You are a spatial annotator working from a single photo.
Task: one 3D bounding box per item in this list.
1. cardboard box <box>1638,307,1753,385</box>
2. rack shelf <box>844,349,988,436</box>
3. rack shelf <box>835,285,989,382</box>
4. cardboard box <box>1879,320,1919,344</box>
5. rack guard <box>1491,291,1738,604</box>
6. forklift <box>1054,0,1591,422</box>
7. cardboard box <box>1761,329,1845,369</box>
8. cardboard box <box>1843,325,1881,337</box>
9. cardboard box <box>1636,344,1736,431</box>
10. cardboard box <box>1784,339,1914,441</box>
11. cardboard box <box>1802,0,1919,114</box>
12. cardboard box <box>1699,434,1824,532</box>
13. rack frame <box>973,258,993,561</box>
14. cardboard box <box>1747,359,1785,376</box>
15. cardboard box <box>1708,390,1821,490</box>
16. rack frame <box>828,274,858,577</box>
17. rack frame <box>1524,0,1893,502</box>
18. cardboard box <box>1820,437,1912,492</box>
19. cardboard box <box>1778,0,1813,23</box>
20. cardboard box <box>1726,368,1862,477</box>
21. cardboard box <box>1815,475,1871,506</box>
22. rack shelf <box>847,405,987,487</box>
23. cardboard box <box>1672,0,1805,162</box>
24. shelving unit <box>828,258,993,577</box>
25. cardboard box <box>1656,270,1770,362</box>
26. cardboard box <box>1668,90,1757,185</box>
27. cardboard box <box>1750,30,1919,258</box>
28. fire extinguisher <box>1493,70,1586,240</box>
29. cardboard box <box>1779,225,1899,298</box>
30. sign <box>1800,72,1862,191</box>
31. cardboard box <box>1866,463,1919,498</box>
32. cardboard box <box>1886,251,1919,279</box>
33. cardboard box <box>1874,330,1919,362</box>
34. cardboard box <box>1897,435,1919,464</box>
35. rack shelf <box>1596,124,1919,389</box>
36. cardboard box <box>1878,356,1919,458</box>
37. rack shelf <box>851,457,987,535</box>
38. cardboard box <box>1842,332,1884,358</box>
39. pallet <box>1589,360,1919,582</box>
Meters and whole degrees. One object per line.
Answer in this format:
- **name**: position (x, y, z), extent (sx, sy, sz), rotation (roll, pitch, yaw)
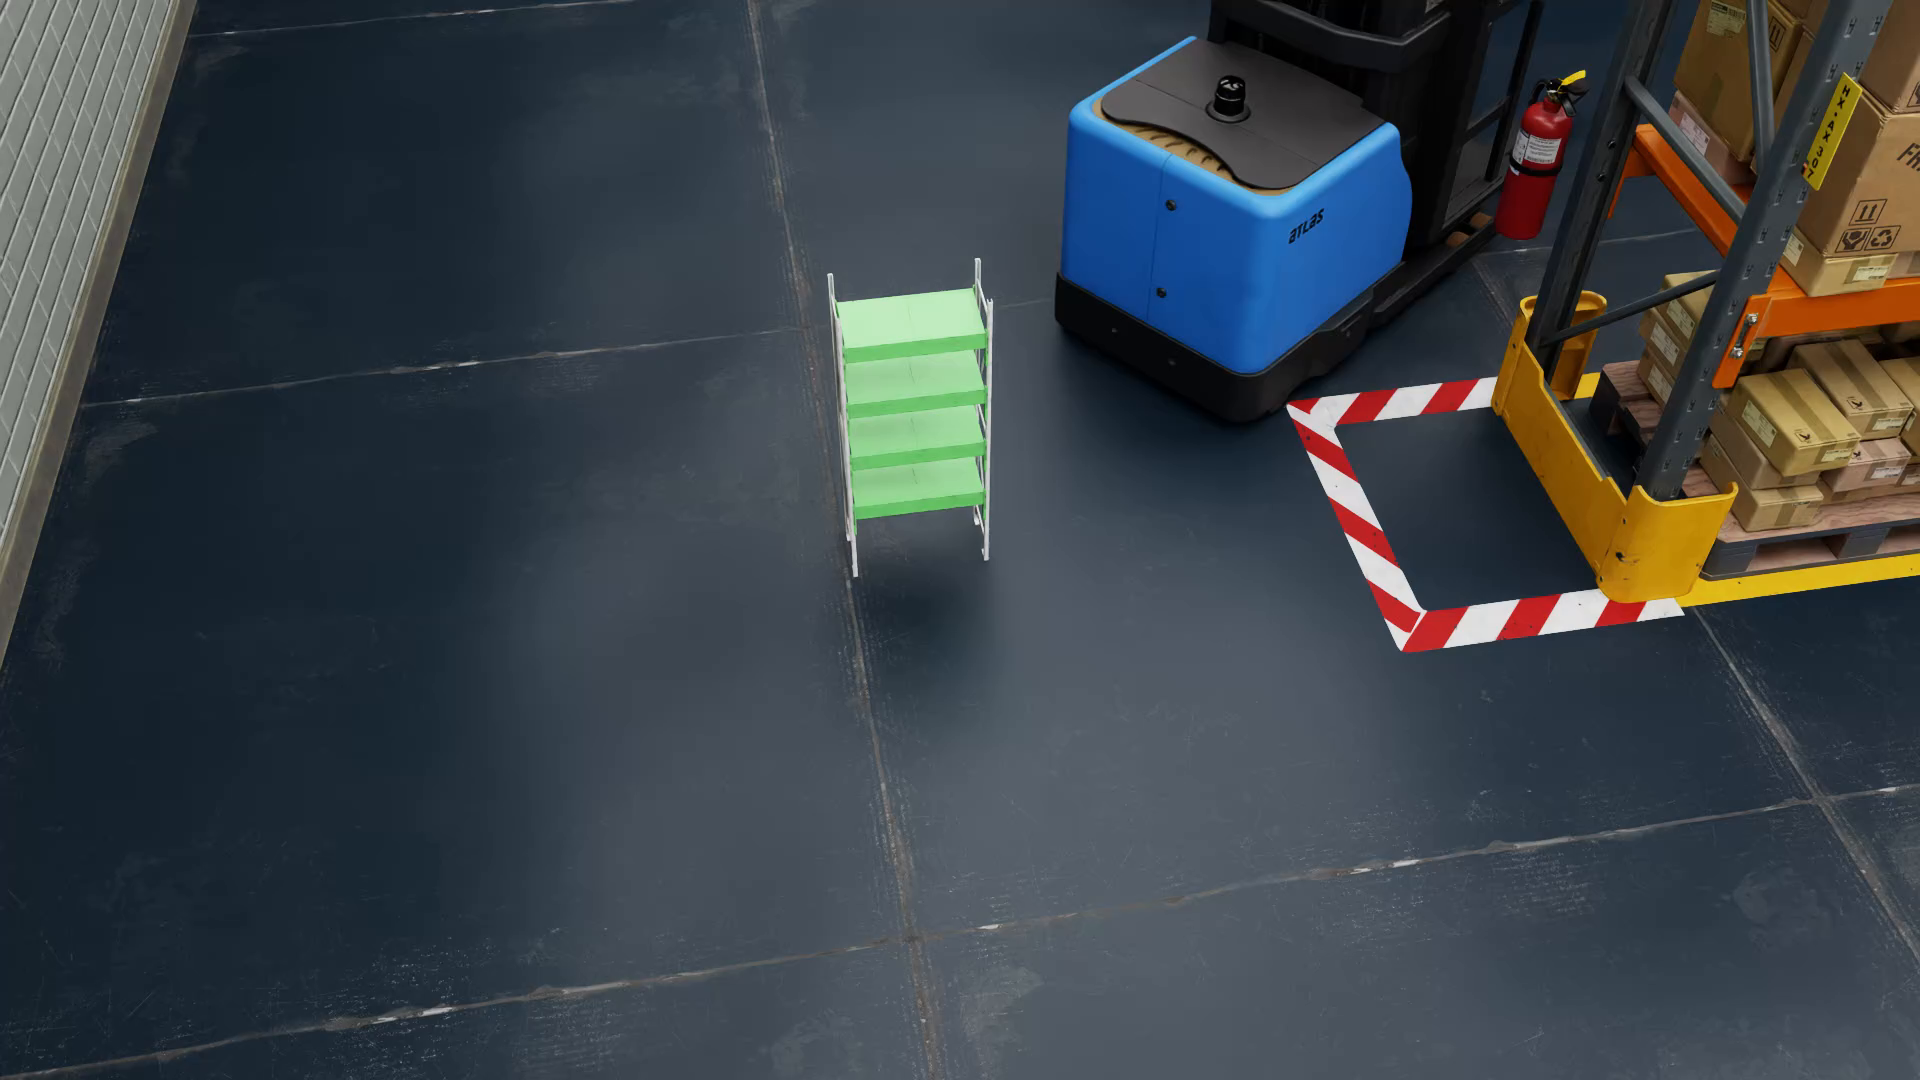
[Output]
- **cardboard box**: position (2.821, -0.757, 6.378), extent (0.250, 0.149, 0.380), rotation (-8, 47, -8)
- **rack shelf**: position (-0.163, -0.518, 5.672), extent (0.480, 0.148, 0.258), rotation (-7, 46, -7)
- **rack shelf**: position (-0.163, -0.685, 5.499), extent (0.480, 0.148, 0.258), rotation (-7, 46, -7)
- **cardboard box**: position (3.585, -0.936, 6.344), extent (0.250, 0.149, 0.380), rotation (-9, 47, -8)
- **rack guard**: position (2.424, -0.372, 6.261), extent (0.348, 0.500, 1.175), rotation (-7, 46, -7)
- **forklift**: position (1.780, -2.452, 6.577), extent (1.130, 2.935, 3.031), rotation (34, 55, 29)
- **cardboard box**: position (3.085, -0.828, 6.239), extent (0.250, 0.149, 0.380), rotation (-6, 46, -6)
- **cardboard box**: position (3.319, -0.950, 6.357), extent (0.250, 0.149, 0.380), rotation (-8, 47, -8)
- **cardboard box**: position (2.833, -0.599, 6.432), extent (0.250, 0.149, 0.380), rotation (-6, 46, -6)
- **cardboard box**: position (3.175, -0.535, 5.958), extent (0.250, 0.149, 0.380), rotation (-6, 46, -6)
- **cardboard box**: position (2.837, -1.581, 4.720), extent (0.500, 0.500, 0.500), rotation (-7, 47, -7)
- **cardboard box**: position (2.920, -0.223, 6.070), extent (0.250, 0.149, 0.380), rotation (-6, 46, -6)
- **rack frame**: position (0.077, -0.426, 5.827), extent (0.015, 1.200, 0.240), rotation (-7, 46, -7)
- **cardboard box**: position (3.088, -0.751, 6.372), extent (0.250, 0.149, 0.380), rotation (-8, 47, -8)
- **cardboard box**: position (2.910, -0.372, 6.007), extent (0.250, 0.149, 0.380), rotation (-5, 46, -5)
- **rack frame**: position (-0.404, -0.366, 5.769), extent (0.015, 1.200, 0.240), rotation (-7, 46, -7)
- **rack frame**: position (2.349, -1.230, 5.352), extent (0.127, 3.000, 1.000), rotation (-7, 46, -7)
- **cardboard box**: position (3.189, -0.365, 6.000), extent (0.250, 0.149, 0.380), rotation (-7, 47, -7)
- **cardboard box**: position (2.758, -1.947, 5.073), extent (0.500, 0.500, 0.500), rotation (-8, 47, -8)
- **cardboard box**: position (2.924, -0.416, 5.843), extent (0.250, 0.149, 0.380), rotation (-9, 47, -9)
- **cardboard box**: position (3.164, -0.314, 6.157), extent (0.250, 0.149, 0.380), rotation (-7, 47, -7)
- **rack shelf**: position (-0.163, -0.352, 5.844), extent (0.480, 0.148, 0.258), rotation (-7, 46, -7)
- **cardboard box**: position (2.748, -1.605, 5.438), extent (0.500, 0.500, 0.500), rotation (-6, 46, -6)
- **shelving unit**: position (-0.163, -0.396, 5.798), extent (0.503, 1.200, 0.258), rotation (-7, 46, -7)
- **cardboard box**: position (2.828, -0.838, 6.249), extent (0.250, 0.149, 0.380), rotation (-7, 46, -6)
- **cardboard box**: position (2.623, -1.383, 5.674), extent (0.250, 0.149, 0.380), rotation (-7, 46, -7)
- **cardboard box**: position (2.839, -1.227, 5.073), extent (0.500, 0.500, 0.500), rotation (-5, 46, -5)
- **fire extinguisher**: position (2.023, -1.370, 5.800), extent (0.183, 0.674, 0.296), rotation (-7, 46, -7)
- **cardboard box**: position (2.725, -0.950, 5.257), extent (0.250, 0.149, 0.380), rotation (-7, 47, -7)
- **sign**: position (2.442, -1.145, 4.669), extent (0.005, 0.325, 0.100), rotation (-7, 46, -7)
- **cardboard box**: position (3.408, -0.349, 6.191), extent (0.250, 0.149, 0.380), rotation (-7, 46, -6)
- **cardboard box**: position (2.968, -1.010, 5.315), extent (0.250, 0.149, 0.380), rotation (-6, 46, -5)
- **cardboard box**: position (3.615, -0.782, 6.402), extent (0.250, 0.149, 0.380), rotation (-8, 47, -7)
- **cardboard box**: position (3.415, -0.458, 6.090), extent (0.250, 0.149, 0.380), rotation (-7, 46, -6)
- **rack shelf**: position (4.320, -1.226, 5.848), extent (4.000, 0.370, 1.077), rotation (-7, 46, -7)
- **cardboard box**: position (3.445, -0.475, 5.900), extent (0.250, 0.149, 0.380), rotation (-7, 47, -7)
- **rack shelf**: position (-0.163, -0.185, 6.017), extent (0.480, 0.148, 0.258), rotation (-7, 46, -7)
- **cardboard box**: position (3.333, -0.822, 6.440), extent (0.250, 0.149, 0.380), rotation (-9, 47, -8)
- **pallet**: position (3.231, -0.346, 6.437), extent (1.213, 0.211, 1.003), rotation (-7, 46, -7)
